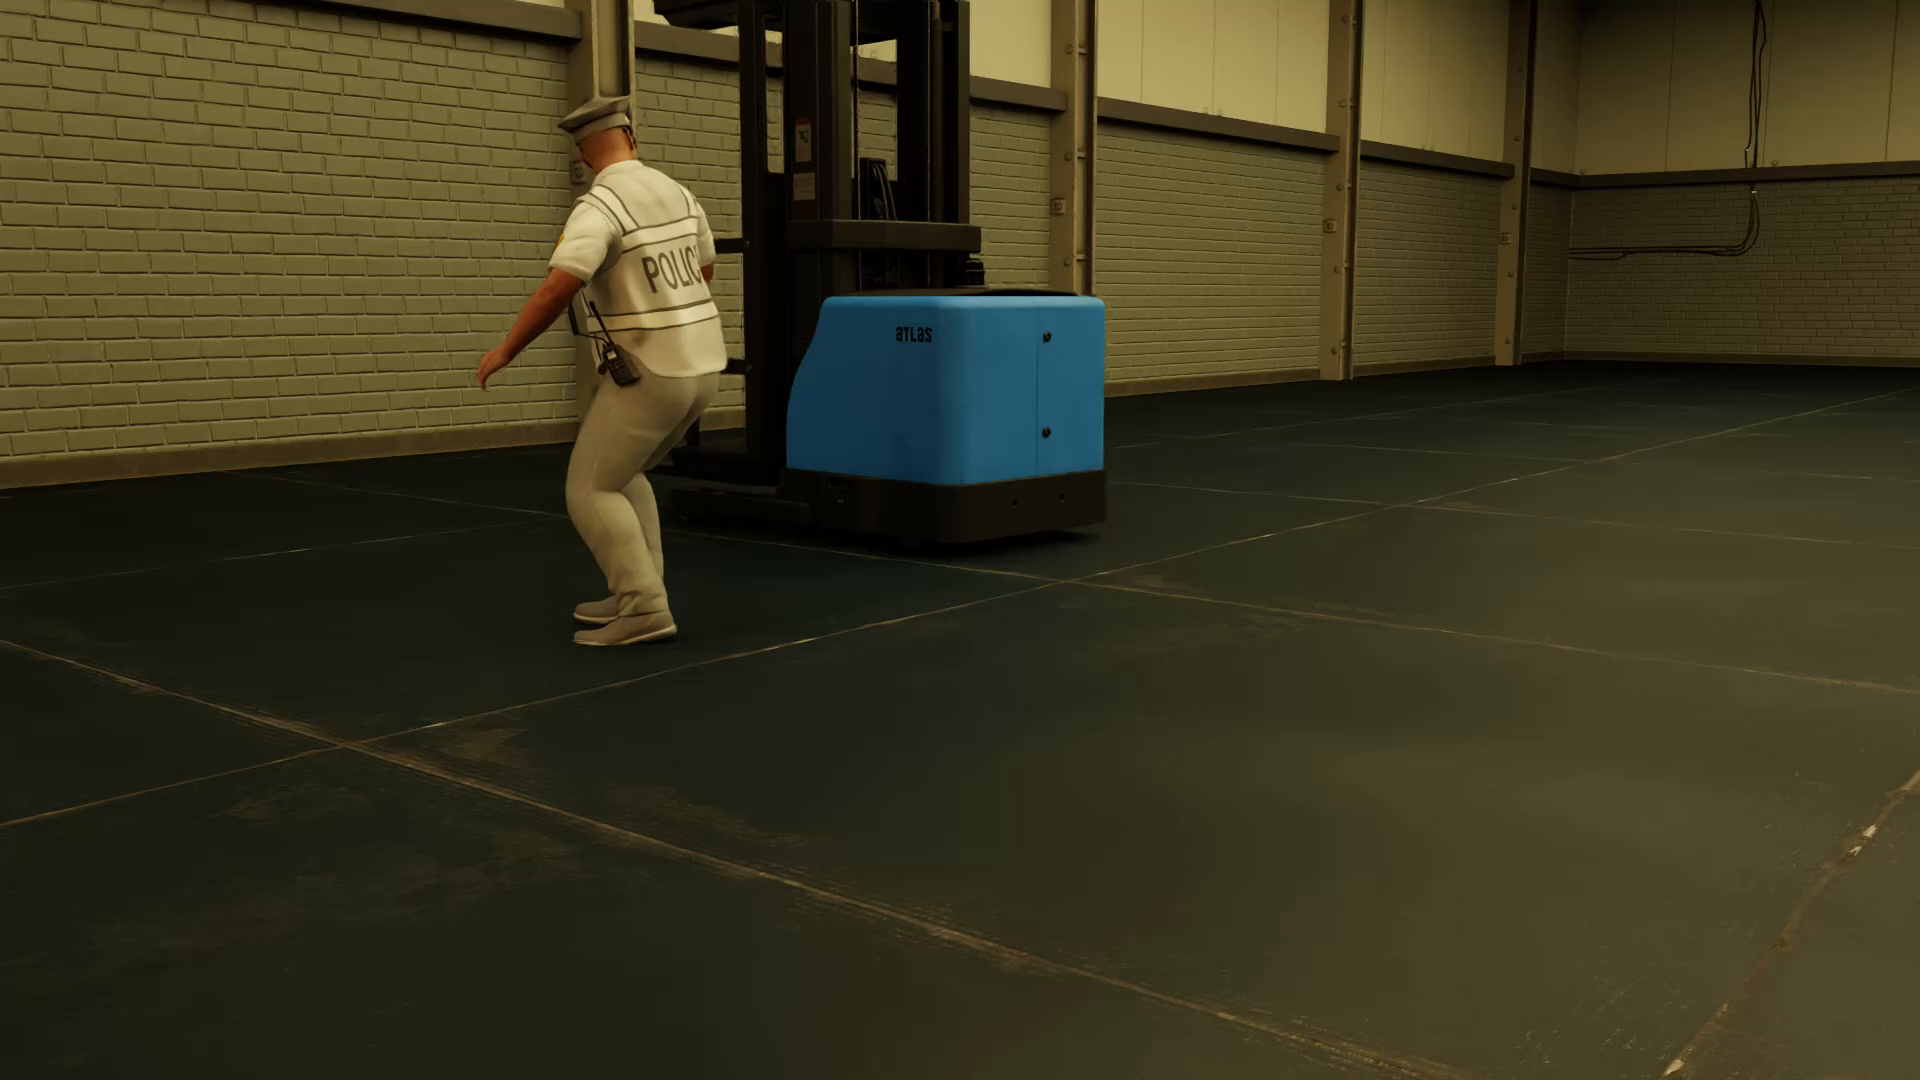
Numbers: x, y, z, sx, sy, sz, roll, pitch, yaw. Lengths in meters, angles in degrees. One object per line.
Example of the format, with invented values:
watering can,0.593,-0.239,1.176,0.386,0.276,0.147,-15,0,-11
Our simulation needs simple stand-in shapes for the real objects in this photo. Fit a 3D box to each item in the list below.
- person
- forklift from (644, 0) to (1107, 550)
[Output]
person,-1.098,-0.529,5.283,0.633,1.717,0.775,3,9,19
forklift,-0.744,-1.565,7.979,3.031,2.935,1.130,8,12,44
